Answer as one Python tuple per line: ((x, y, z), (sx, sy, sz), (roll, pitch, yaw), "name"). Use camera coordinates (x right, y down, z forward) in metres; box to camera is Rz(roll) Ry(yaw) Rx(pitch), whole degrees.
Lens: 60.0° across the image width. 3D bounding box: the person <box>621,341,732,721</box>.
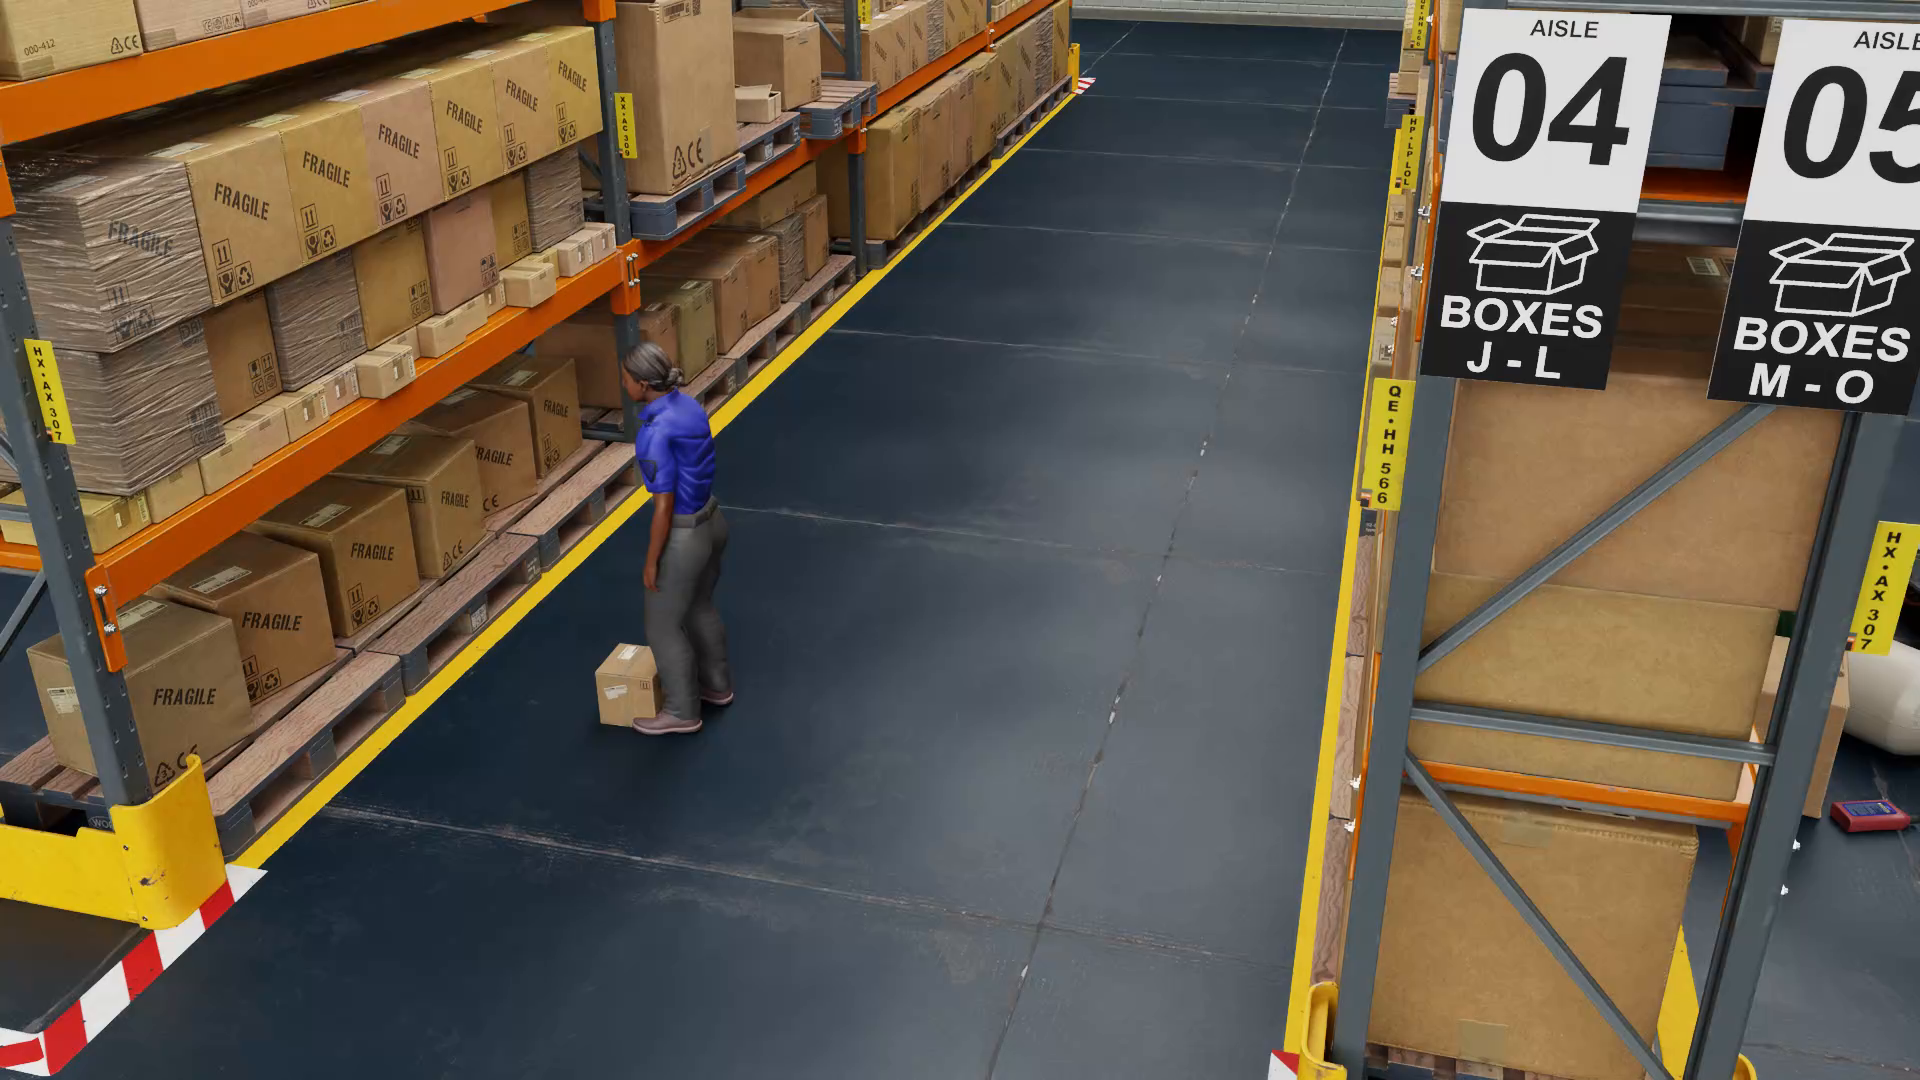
((-1.119, -0.030, 6.598), (0.348, 1.585, 0.493), (6, 26, 13), "person")
